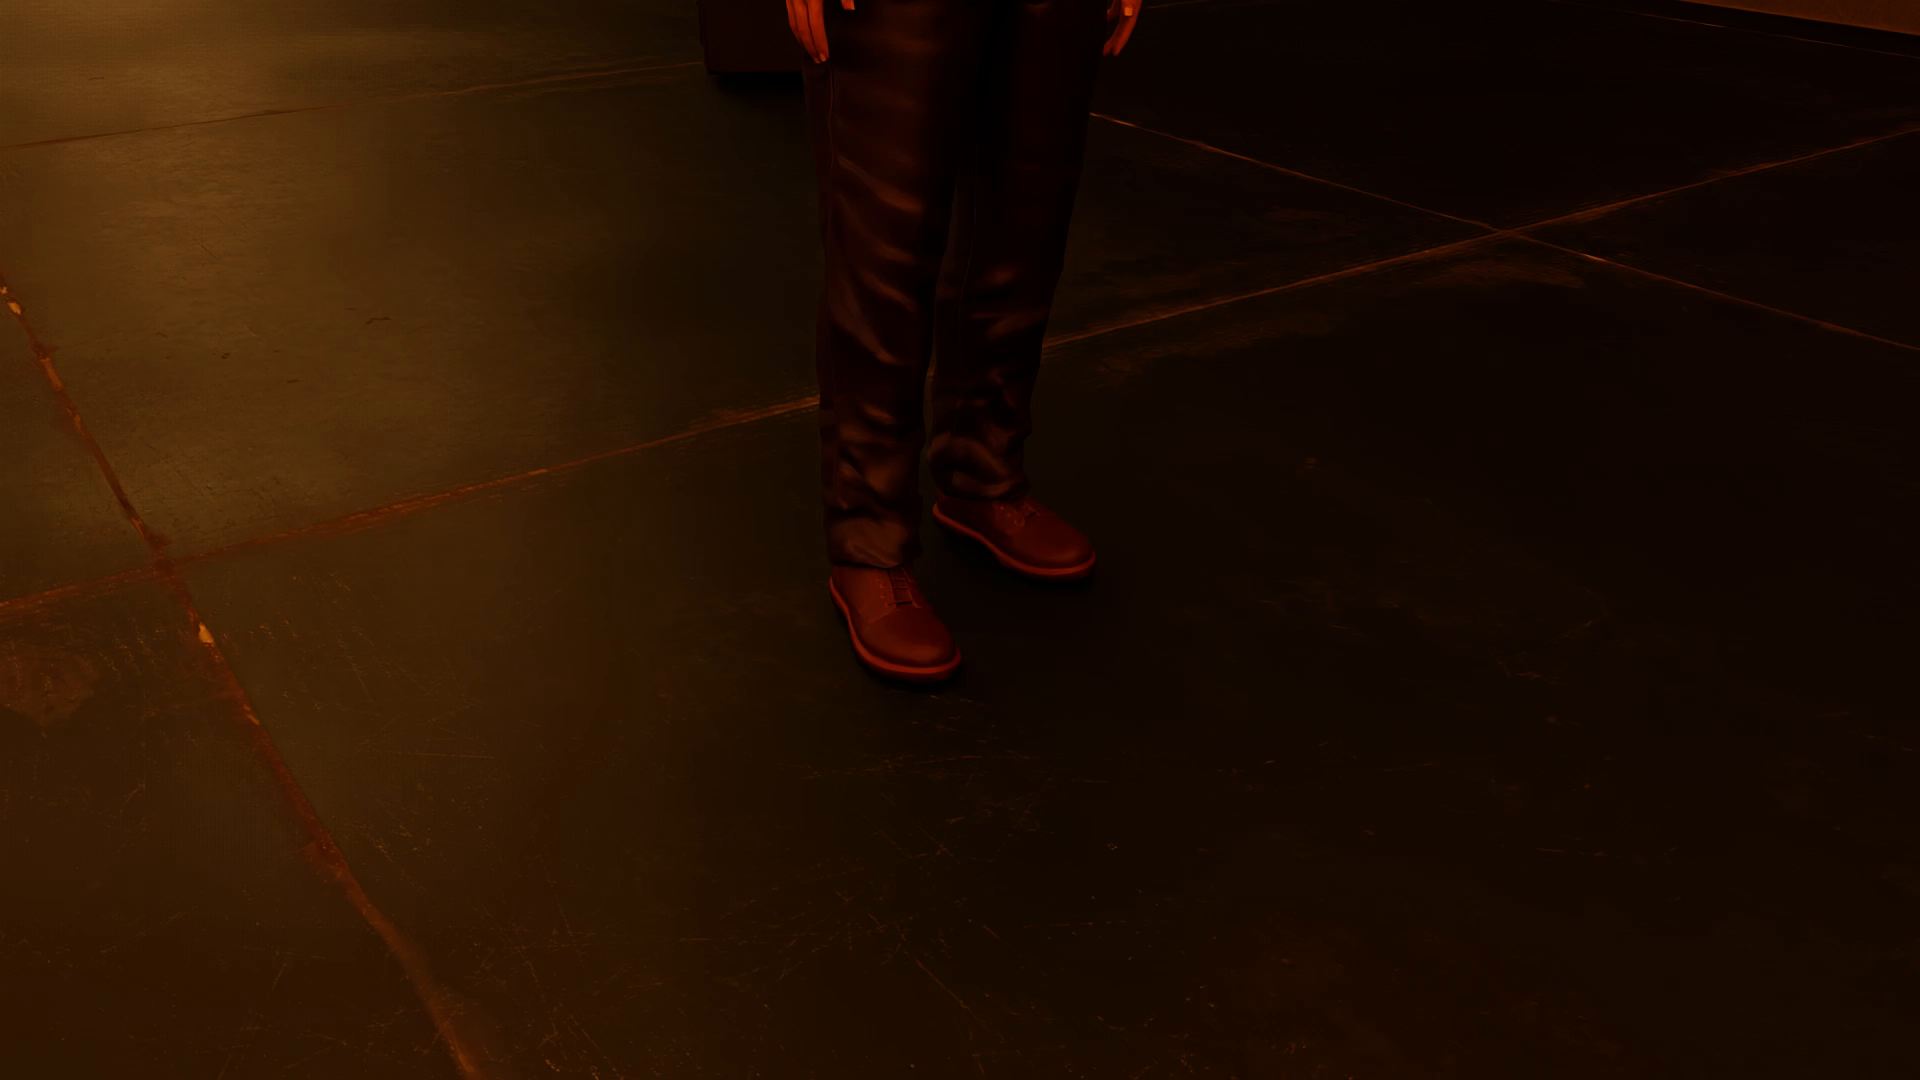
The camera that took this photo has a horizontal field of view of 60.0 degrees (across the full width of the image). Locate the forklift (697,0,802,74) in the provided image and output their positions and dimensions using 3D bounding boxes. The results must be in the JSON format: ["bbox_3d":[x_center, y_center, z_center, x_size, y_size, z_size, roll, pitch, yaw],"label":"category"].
[{"bbox_3d":[-0.415,-3.432,6.072,1.130,2.935,3.031,-2,27,-4],"label":"forklift"}]

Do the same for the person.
[{"bbox_3d":[0.032,-0.700,2.051,0.598,1.643,0.502,-17,31,-31],"label":"person"}]
